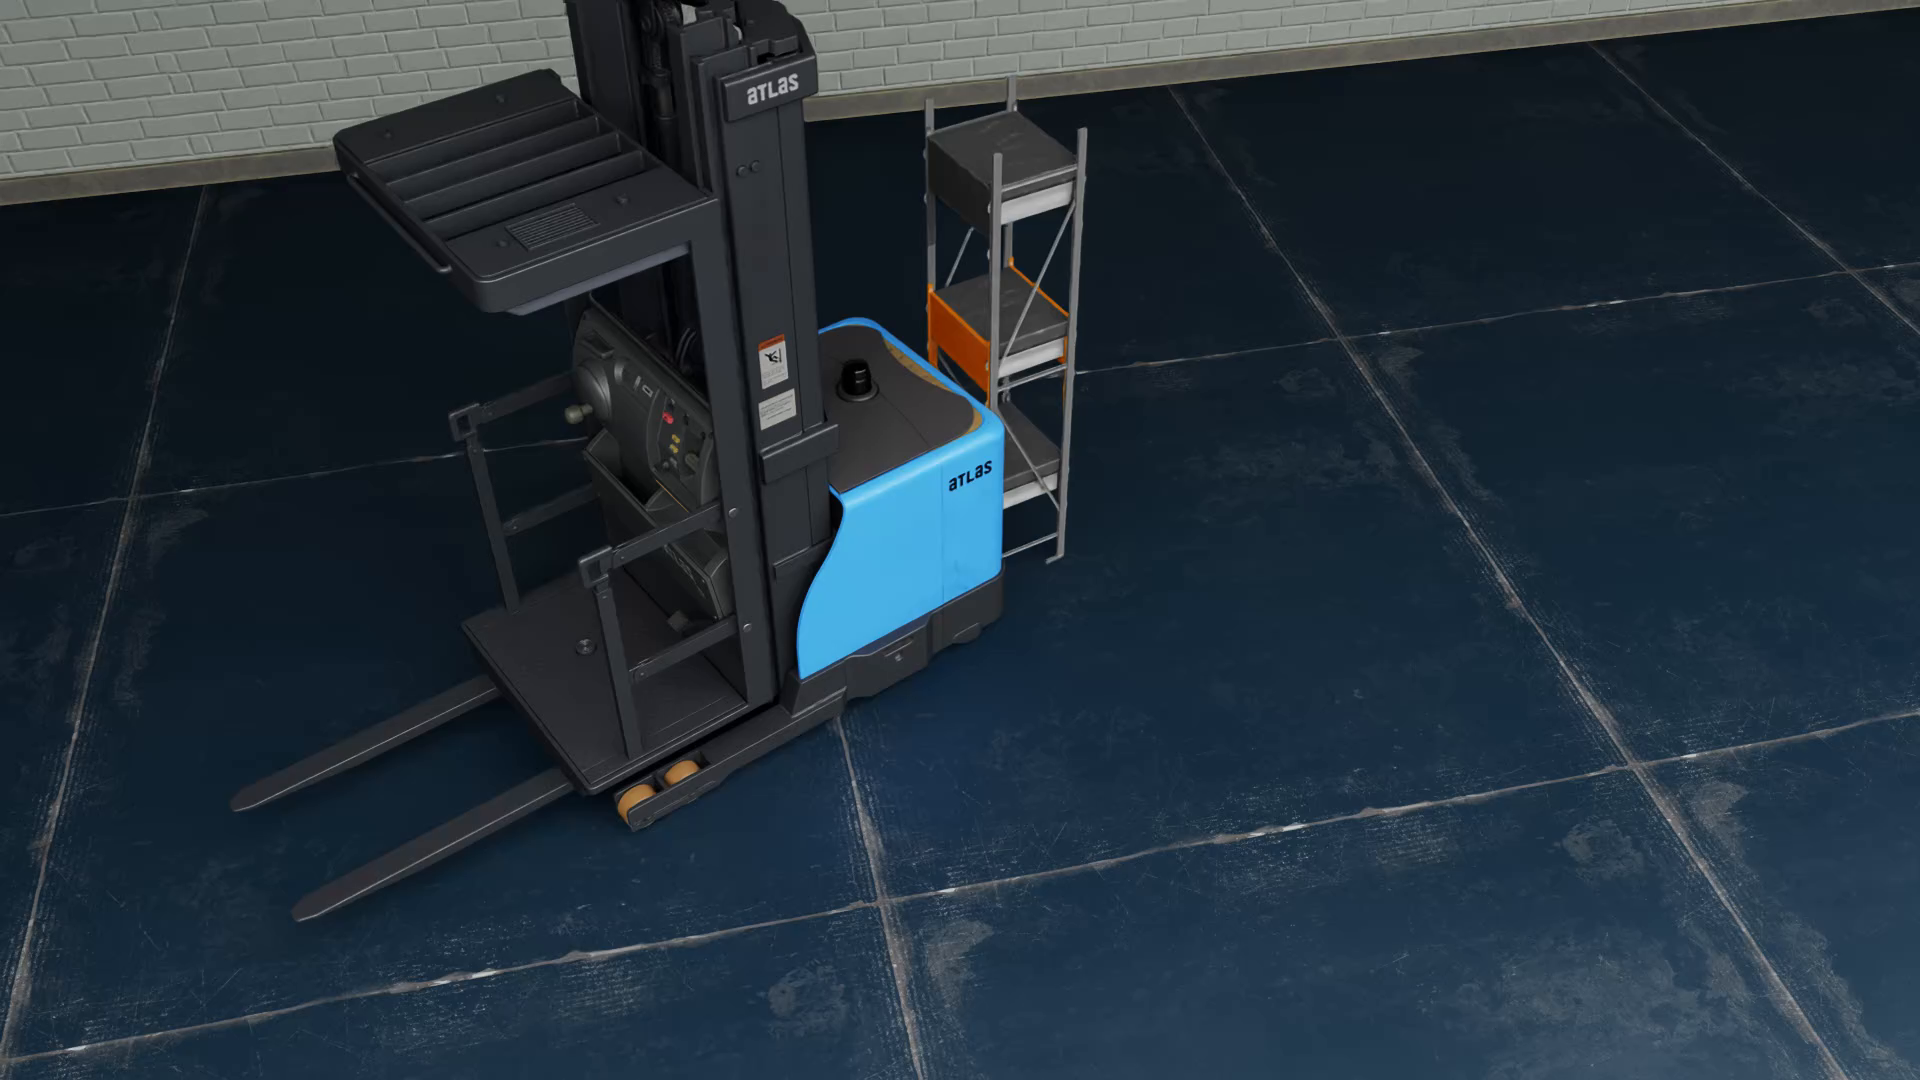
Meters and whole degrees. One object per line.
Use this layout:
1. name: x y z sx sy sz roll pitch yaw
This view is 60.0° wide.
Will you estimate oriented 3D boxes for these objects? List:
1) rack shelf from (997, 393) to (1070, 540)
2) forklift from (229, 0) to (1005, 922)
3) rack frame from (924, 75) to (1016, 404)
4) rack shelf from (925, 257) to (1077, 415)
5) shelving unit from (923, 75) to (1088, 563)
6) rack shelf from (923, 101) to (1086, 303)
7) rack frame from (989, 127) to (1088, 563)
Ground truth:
1. rack shelf: 0.165 -0.254 7.311 0.431 0.518 0.480 -22 46 -22
2. forklift: -1.288 -0.405 5.780 3.031 2.935 1.130 -27 48 -27
3. rack frame: 0.040 -0.927 6.995 0.400 2.100 0.015 -22 46 -22
4. rack shelf: 0.165 -0.778 6.847 0.431 0.518 0.480 -22 46 -22
5. shelving unit: 0.165 -0.788 6.838 0.431 2.100 0.503 -22 46 -22
6. rack shelf: 0.165 -1.301 6.382 0.431 0.518 0.480 -22 46 -22
7. rack frame: 0.289 -0.649 6.681 0.400 2.100 0.015 -22 46 -22
